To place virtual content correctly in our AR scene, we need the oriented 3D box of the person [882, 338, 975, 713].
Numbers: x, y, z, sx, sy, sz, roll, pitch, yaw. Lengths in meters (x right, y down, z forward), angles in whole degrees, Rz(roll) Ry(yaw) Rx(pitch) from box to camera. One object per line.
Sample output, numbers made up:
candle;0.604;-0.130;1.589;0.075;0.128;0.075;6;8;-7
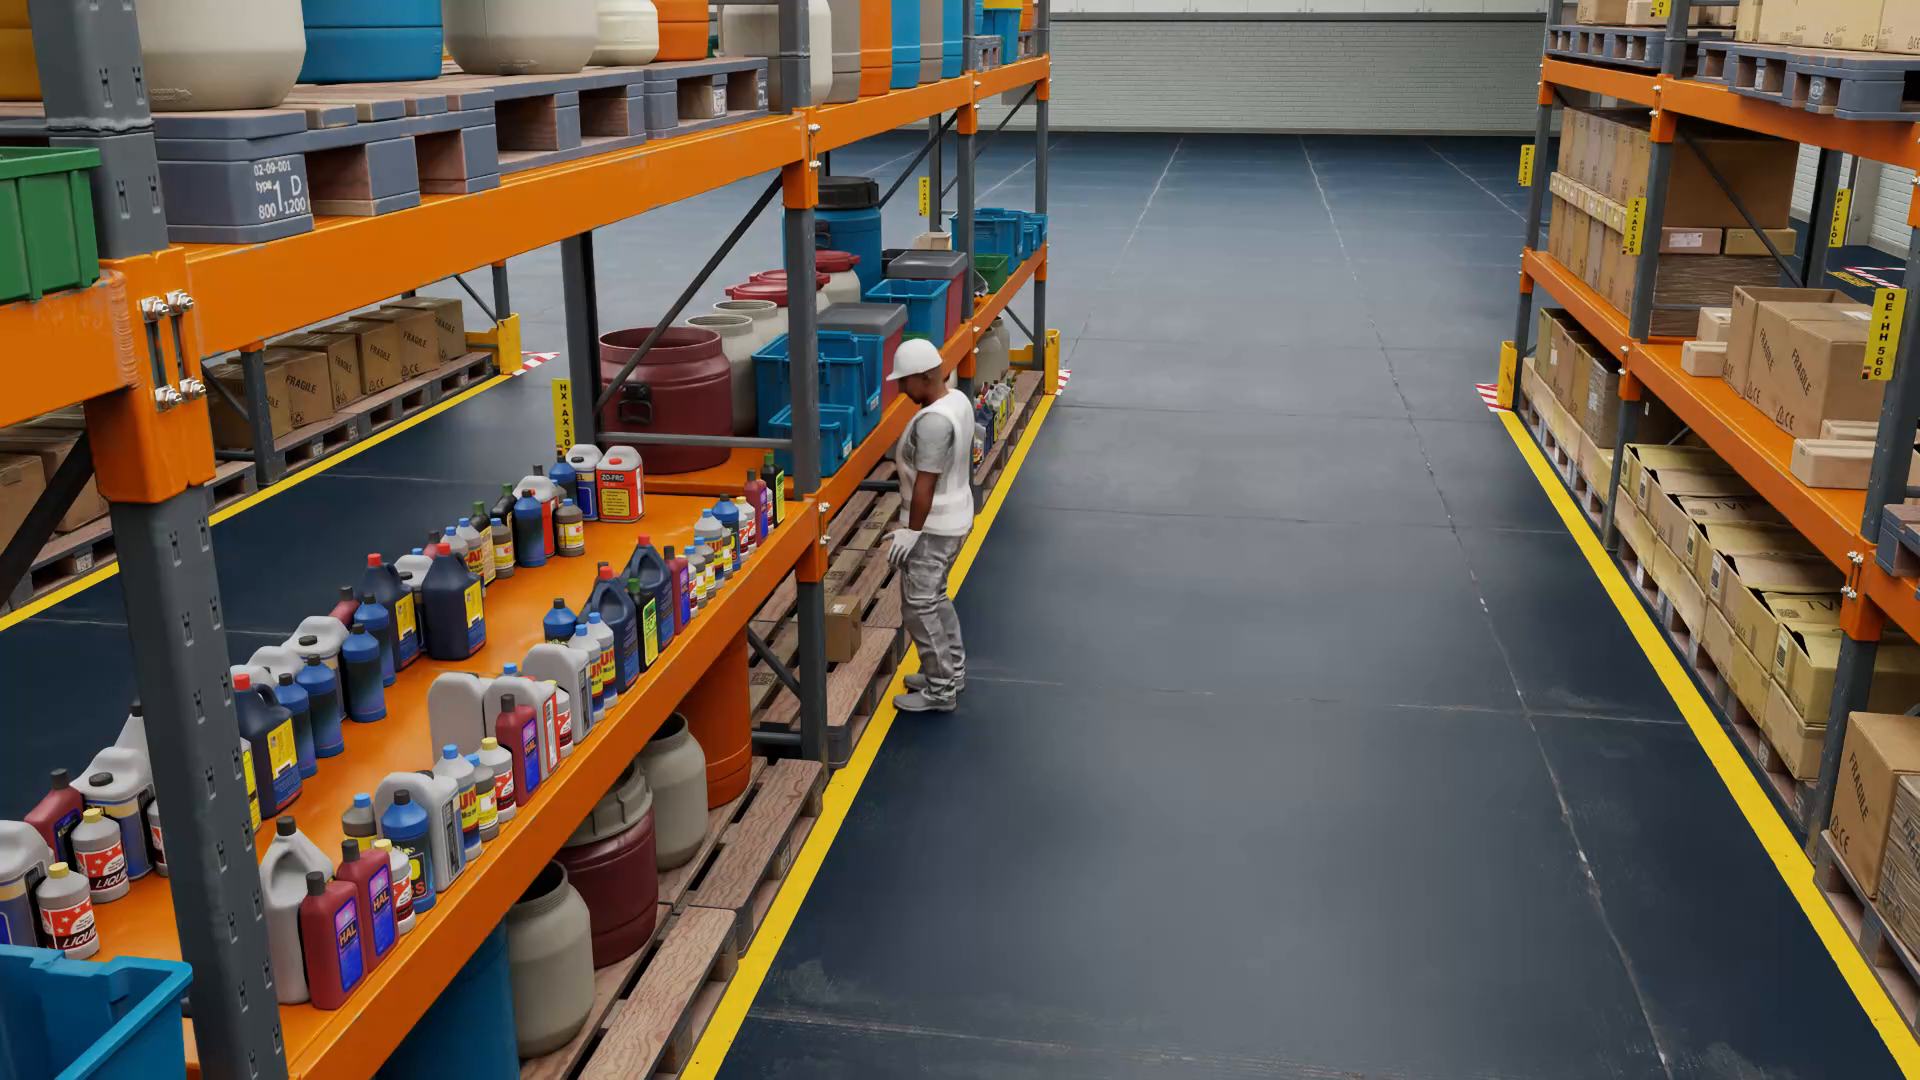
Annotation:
person;-0.142;-0.065;7.756;0.389;1.763;0.557;3;18;10
